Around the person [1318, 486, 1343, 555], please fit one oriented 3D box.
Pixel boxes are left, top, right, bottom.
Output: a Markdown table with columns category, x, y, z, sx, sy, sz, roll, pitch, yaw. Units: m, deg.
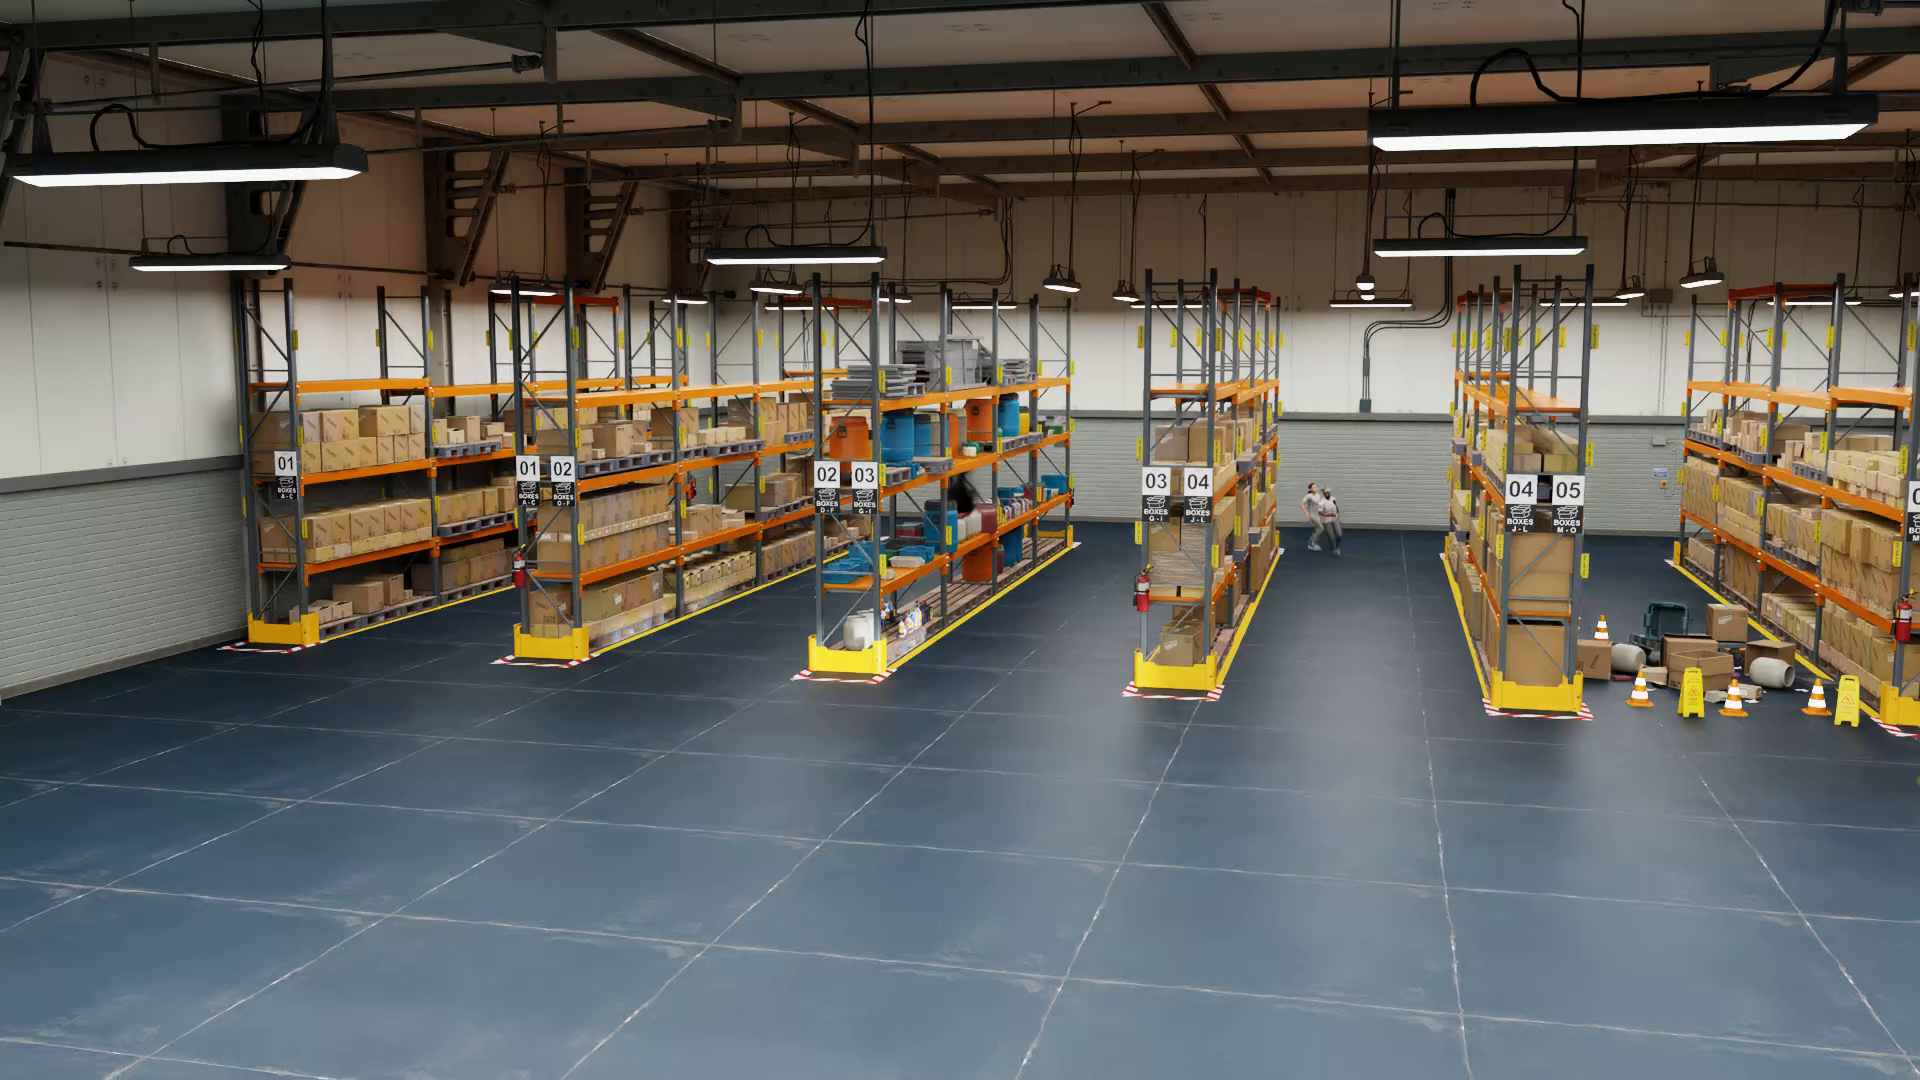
| category | x | y | z | sx | sy | sz | roll | pitch | yaw |
| --- | --- | --- | --- | --- | --- | --- | --- | --- | --- |
| person | 8.601 | -0.442 | 38.650 | 0.648 | 1.640 | 0.584 | -2 | 7 | -14 |

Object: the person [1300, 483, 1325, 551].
| category | x | y | z | sx | sy | sz | roll | pitch | yaw |
| --- | --- | --- | --- | --- | --- | --- | --- | --- | --- |
| person | 4.586 | -0.294 | 37.404 | 9.238 | 1.631 | 2.341 | -6 | 9 | -40 |
